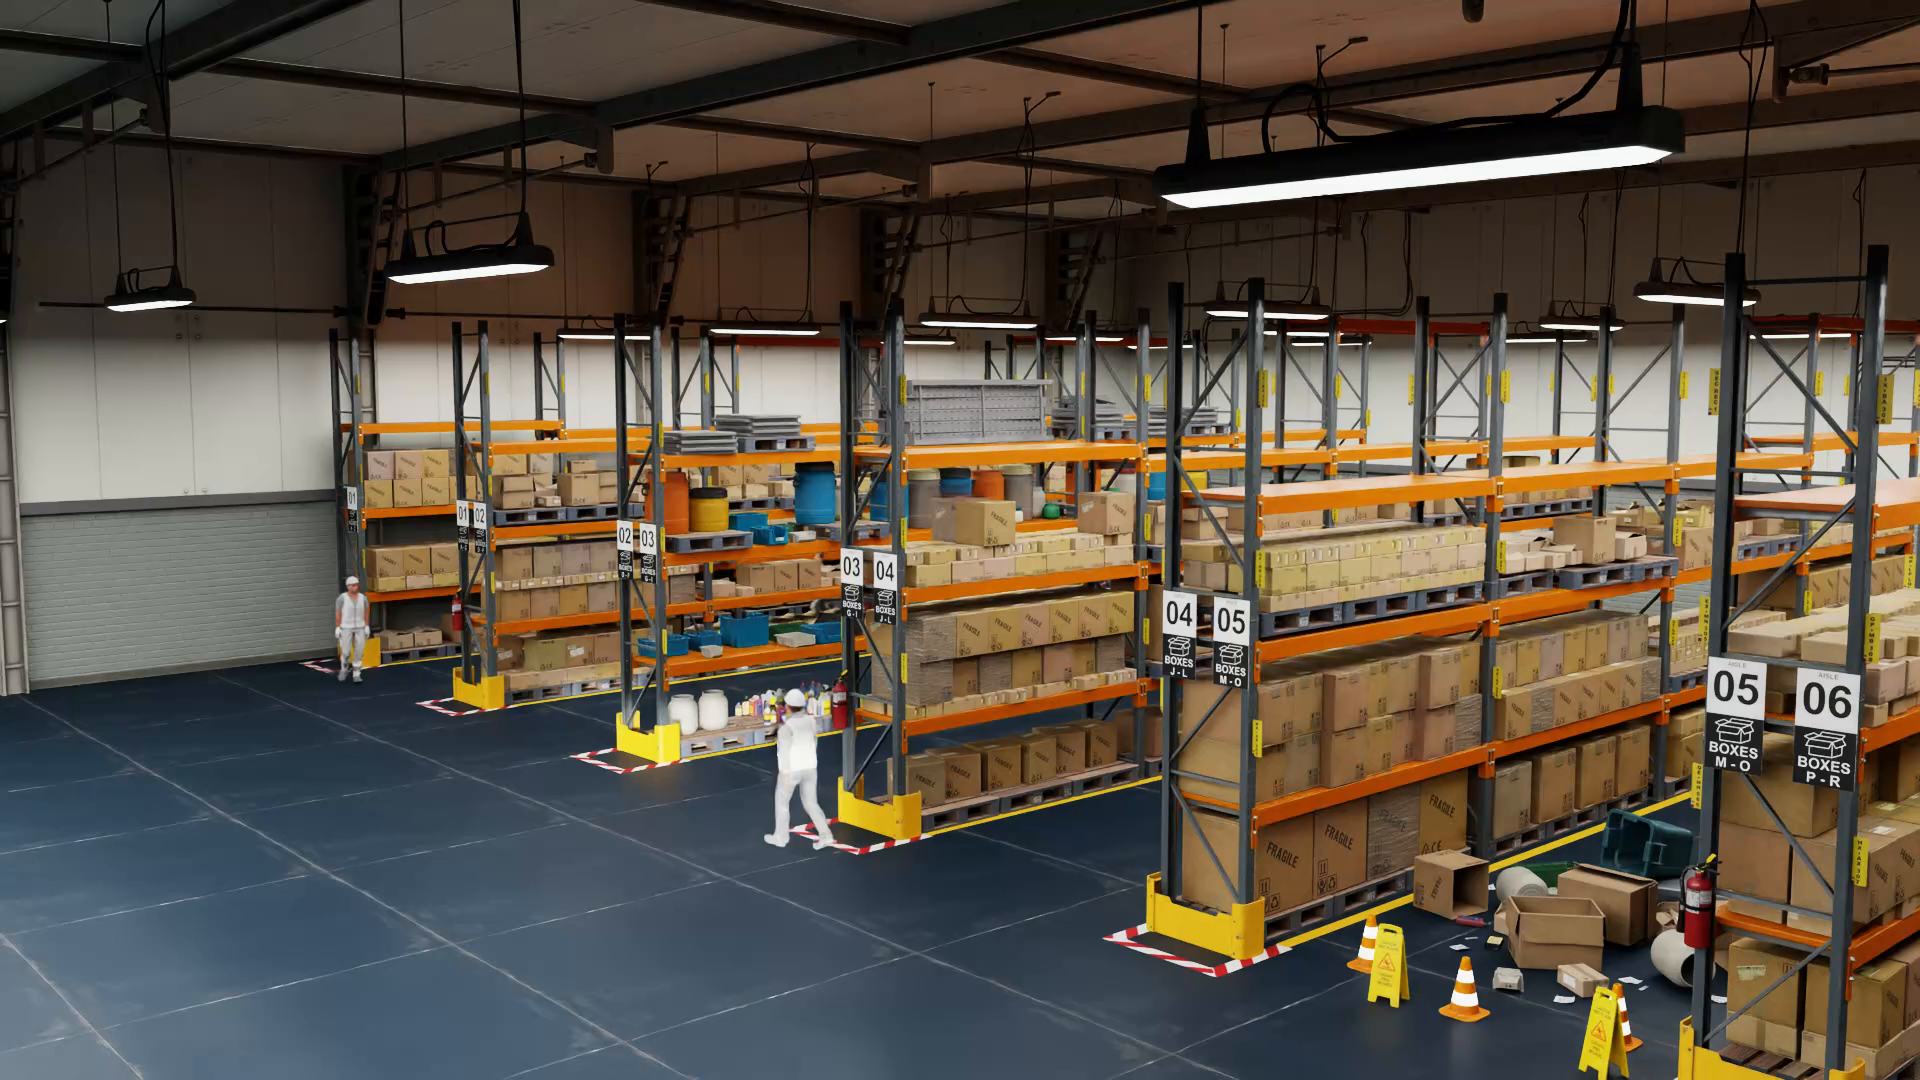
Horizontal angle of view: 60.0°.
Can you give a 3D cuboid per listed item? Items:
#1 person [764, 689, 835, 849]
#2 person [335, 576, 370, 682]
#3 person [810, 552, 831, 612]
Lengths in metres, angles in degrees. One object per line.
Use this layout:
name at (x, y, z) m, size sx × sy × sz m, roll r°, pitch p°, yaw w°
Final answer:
person at (-1.755, 2.506, 18.161) m, size 0.542 × 1.763 × 0.820 m, roll -5°, pitch 7°, yaw -39°
person at (-10.221, 1.497, 27.937) m, size 0.580 × 1.788 × 0.472 m, roll -5°, pitch 7°, yaw -39°
person at (-2.892, 1.029, 33.622) m, size 1.082 × 1.612 × 0.432 m, roll -6°, pitch 8°, yaw -45°
